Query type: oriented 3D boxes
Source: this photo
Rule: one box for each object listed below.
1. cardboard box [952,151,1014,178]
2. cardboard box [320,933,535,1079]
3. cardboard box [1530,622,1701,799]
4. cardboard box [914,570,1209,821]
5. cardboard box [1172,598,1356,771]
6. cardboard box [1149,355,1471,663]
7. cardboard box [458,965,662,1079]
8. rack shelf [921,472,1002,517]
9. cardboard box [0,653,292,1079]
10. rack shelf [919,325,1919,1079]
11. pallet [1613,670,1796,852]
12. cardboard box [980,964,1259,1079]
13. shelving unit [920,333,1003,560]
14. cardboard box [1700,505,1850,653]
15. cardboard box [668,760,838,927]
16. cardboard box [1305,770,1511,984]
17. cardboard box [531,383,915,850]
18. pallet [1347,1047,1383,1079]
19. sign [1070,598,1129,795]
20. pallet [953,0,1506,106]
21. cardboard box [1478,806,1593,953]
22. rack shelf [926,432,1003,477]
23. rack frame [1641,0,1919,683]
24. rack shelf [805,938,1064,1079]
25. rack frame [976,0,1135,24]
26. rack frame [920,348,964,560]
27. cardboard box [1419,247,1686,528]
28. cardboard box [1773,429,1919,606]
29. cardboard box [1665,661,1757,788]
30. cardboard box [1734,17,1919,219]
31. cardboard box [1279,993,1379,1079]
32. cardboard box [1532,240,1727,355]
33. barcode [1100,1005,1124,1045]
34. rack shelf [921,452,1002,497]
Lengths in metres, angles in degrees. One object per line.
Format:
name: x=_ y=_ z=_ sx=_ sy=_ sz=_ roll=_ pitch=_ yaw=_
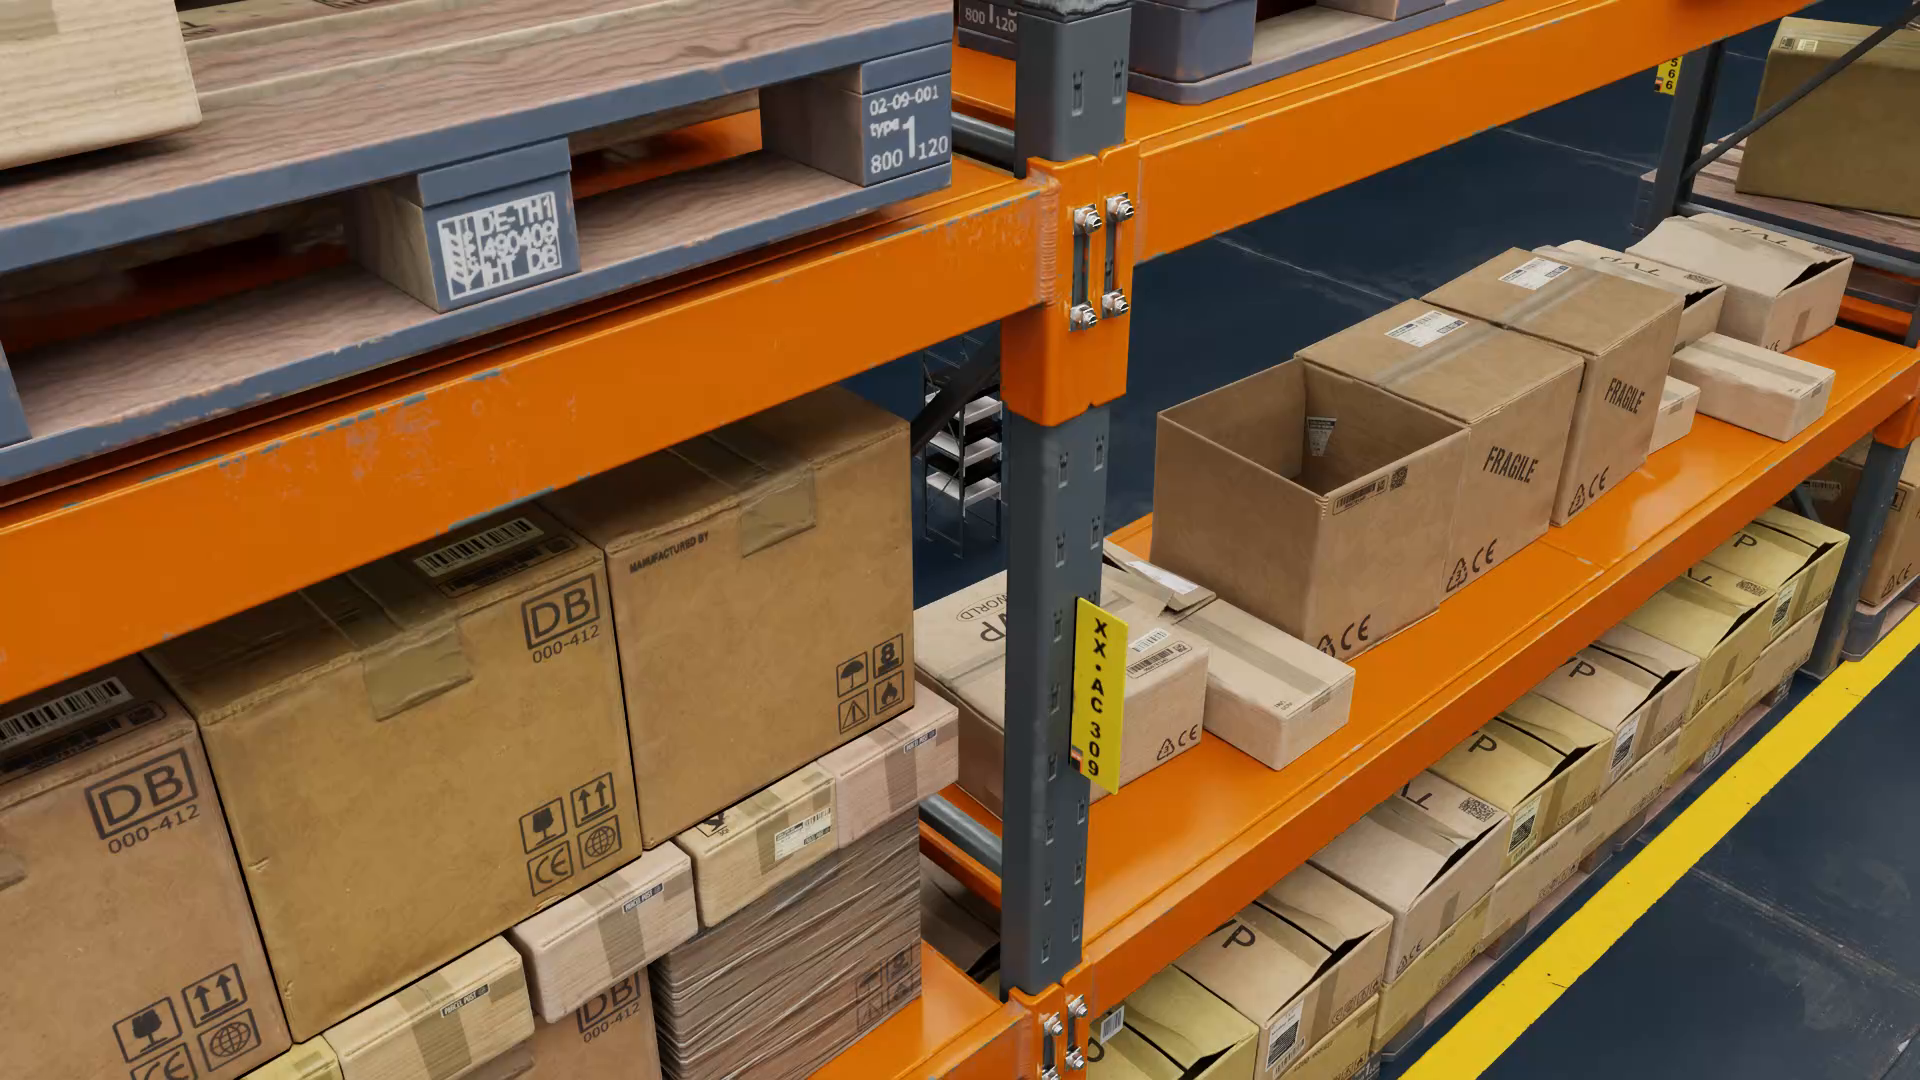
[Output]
cardboard box: x=0.026 y=-2.349 z=9.375 sx=0.750 sy=0.750 sz=0.750 roll=-26 pitch=40 yaw=-36
cardboard box: x=-0.784 y=0.569 z=2.226 sx=0.250 sy=0.149 sz=0.380 roll=-26 pitch=40 yaw=-36
cardboard box: x=1.803 y=0.417 z=4.889 sx=0.500 sy=0.311 sz=0.500 roll=-26 pitch=40 yaw=-36
cardboard box: x=0.166 y=0.309 z=3.514 sx=0.500 sy=0.250 sz=0.500 roll=-23 pitch=38 yaw=-33
cardboard box: x=0.624 y=0.307 z=3.613 sx=0.250 sy=0.149 sz=0.380 roll=-26 pitch=40 yaw=-35
cardboard box: x=0.796 y=-0.060 z=3.877 sx=0.500 sy=0.500 sz=0.500 roll=-23 pitch=38 yaw=-32
cardboard box: x=-0.868 y=0.743 z=2.564 sx=0.500 sy=0.500 sz=0.700 roll=-26 pitch=40 yaw=-36
rack shelf: x=0.006 y=-0.205 z=6.631 sx=0.200 sy=0.077 sz=0.258 roll=-26 pitch=40 yaw=-35
cardboard box: x=-1.223 y=0.357 z=1.952 sx=0.500 sy=0.500 sz=0.700 roll=-26 pitch=40 yaw=-35
rack shelf: x=1.302 y=0.033 z=4.510 sx=4.000 sy=0.370 sz=1.077 roll=-26 pitch=40 yaw=-35
pallet: x=2.138 y=0.484 z=5.756 sx=1.213 sy=0.211 sz=1.003 roll=-26 pitch=40 yaw=-35
cardboard box: x=0.307 y=1.139 z=3.707 sx=0.500 sy=0.311 sz=0.500 roll=-26 pitch=40 yaw=-35
shelving unit: x=0.006 y=-0.387 z=6.520 sx=0.210 sy=0.900 sz=0.258 roll=-26 pitch=40 yaw=-35
cardboard box: x=2.551 y=0.052 z=5.486 sx=0.500 sy=0.311 sz=0.500 roll=-25 pitch=39 yaw=-34
cardboard box: x=-0.401 y=0.382 z=2.533 sx=0.250 sy=0.149 sz=0.380 roll=-27 pitch=40 yaw=-36
cardboard box: x=1.057 y=0.780 z=4.295 sx=0.500 sy=0.311 sz=0.500 roll=-27 pitch=41 yaw=-37
cardboard box: x=-0.486 y=0.000 z=2.536 sx=0.500 sy=0.500 sz=0.700 roll=-26 pitch=40 yaw=-35
pallet: x=0.349 y=1.349 z=4.341 sx=1.213 sy=0.211 sz=1.003 roll=-26 pitch=40 yaw=-35
sign: x=0.214 y=0.245 z=2.569 sx=0.005 sy=0.325 sz=0.100 roll=-26 pitch=40 yaw=-35
pallet: x=0.473 y=-1.080 z=2.949 sx=0.805 sy=0.209 sz=1.217 roll=27 pitch=41 yaw=37
cardboard box: x=1.427 y=0.836 z=4.741 sx=0.500 sy=0.250 sz=0.500 roll=-25 pitch=39 yaw=-35
rack shelf: x=0.006 y=-0.358 z=6.537 sx=0.200 sy=0.077 sz=0.258 roll=-26 pitch=40 yaw=-35
rack frame: x=2.768 y=-0.983 z=5.482 sx=0.127 sy=3.000 sz=1.000 roll=-26 pitch=40 yaw=-35
rack shelf: x=-1.632 y=1.452 z=2.189 sx=4.000 sy=0.370 sz=1.077 roll=-26 pitch=40 yaw=-35
rack frame: x=-0.165 y=-2.124 z=1.597 sx=0.127 sy=3.000 sz=1.000 roll=-26 pitch=40 yaw=-35
rack frame: x=-0.069 y=-0.351 z=6.461 sx=0.006 sy=0.900 sz=0.240 roll=-26 pitch=40 yaw=-35
cardboard box: x=1.549 y=-0.424 z=4.473 sx=0.500 sy=0.500 sz=0.500 roll=27 pitch=40 yaw=36
cardboard box: x=3.296 y=-0.156 z=6.105 sx=0.500 sy=0.500 sz=0.500 roll=-24 pitch=39 yaw=-34
cardboard box: x=2.173 y=0.475 z=5.331 sx=0.500 sy=0.250 sz=0.500 roll=-26 pitch=40 yaw=-36
cardboard box: x=3.153 y=-1.471 z=5.782 sx=0.700 sy=0.500 sz=0.500 roll=15 pitch=35 yaw=23
cardboard box: x=0.675 y=1.201 z=4.144 sx=0.500 sy=0.250 sz=0.500 roll=-25 pitch=39 yaw=-34
cardboard box: x=1.981 y=-0.702 z=5.108 sx=0.500 sy=0.311 sz=0.500 roll=-26 pitch=40 yaw=-36
barcode: x=0.305 y=0.974 z=3.336 sx=0.075 sy=0.075 sz=0.001 roll=-26 pitch=40 yaw=-35
rack shelf: x=0.006 y=-0.282 z=6.584 sx=0.200 sy=0.077 sz=0.258 roll=-26 pitch=40 yaw=-35
